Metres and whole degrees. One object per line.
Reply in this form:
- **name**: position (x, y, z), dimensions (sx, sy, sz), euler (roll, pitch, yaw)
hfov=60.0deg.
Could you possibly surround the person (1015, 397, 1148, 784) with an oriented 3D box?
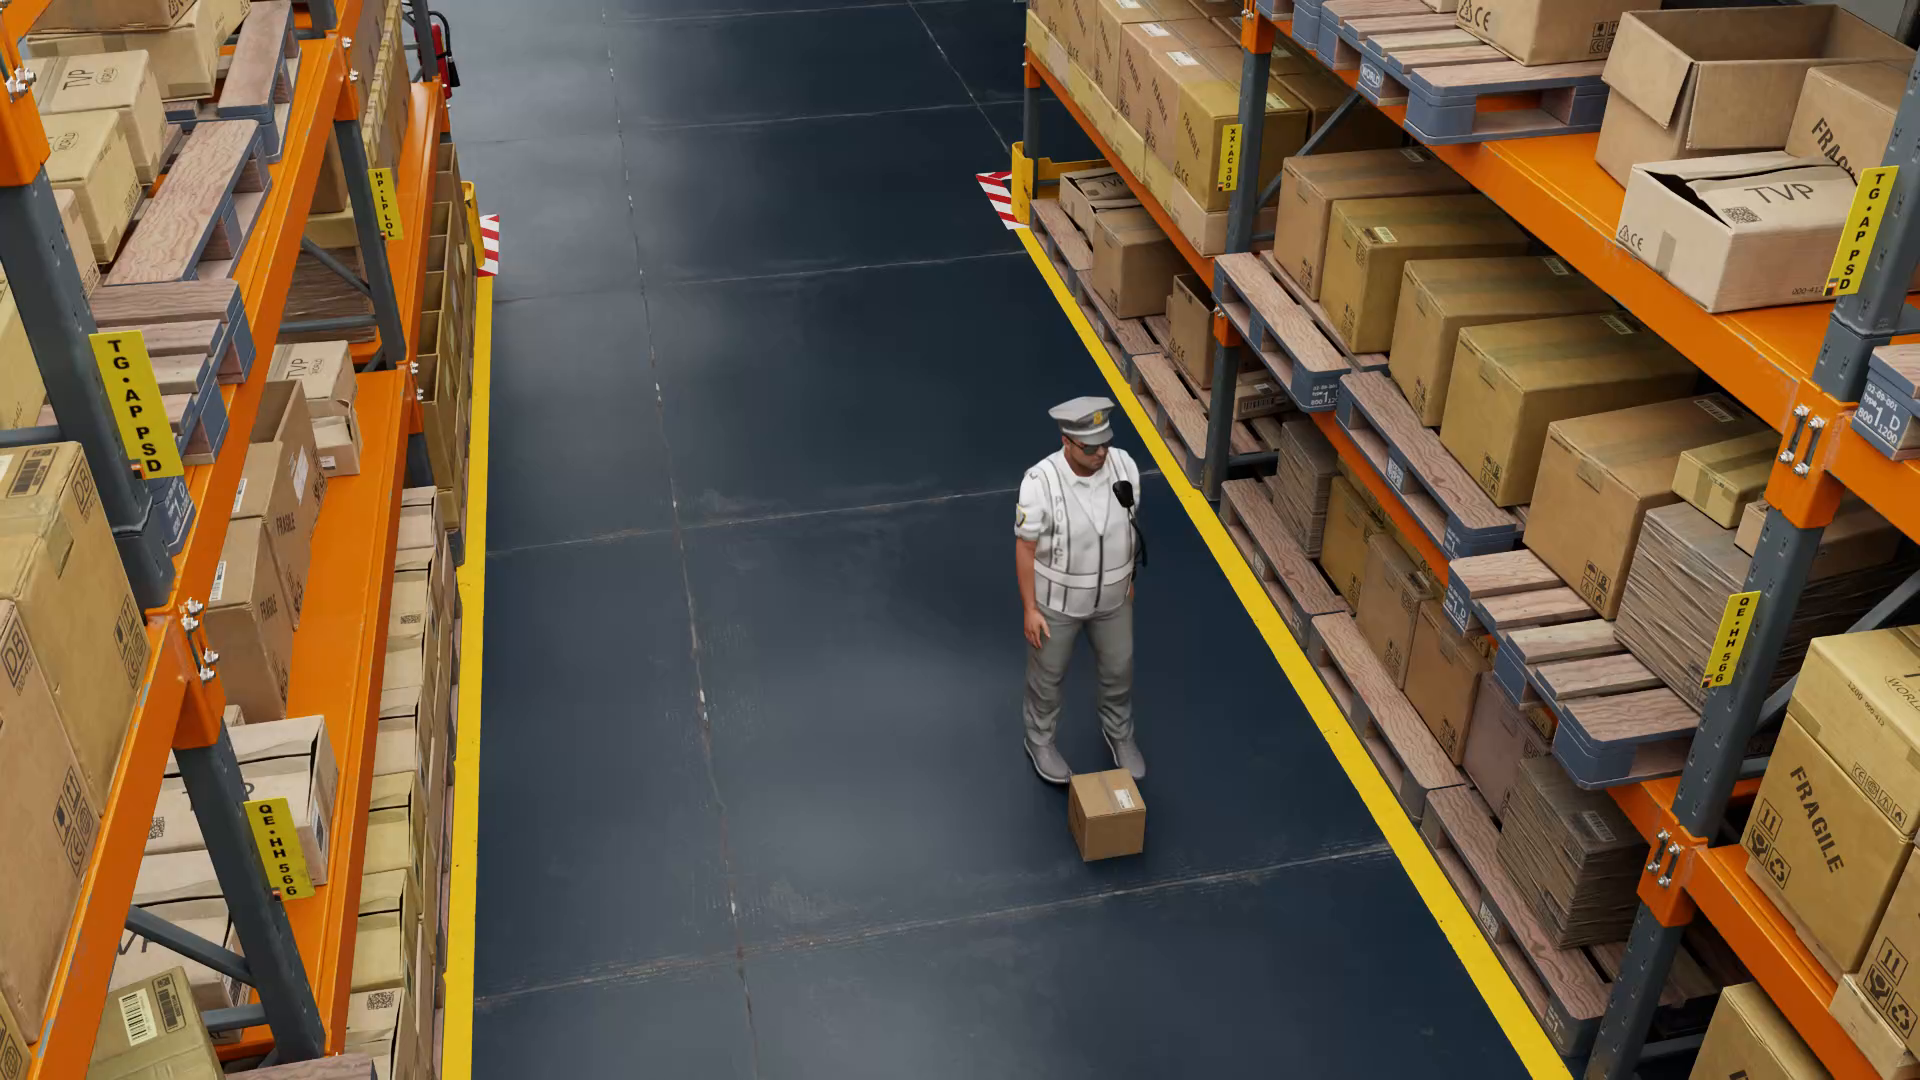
- **person**: position (0.502, 0.236, 6.788), dimensions (0.565, 1.819, 0.430), euler (-11, 36, -16)
